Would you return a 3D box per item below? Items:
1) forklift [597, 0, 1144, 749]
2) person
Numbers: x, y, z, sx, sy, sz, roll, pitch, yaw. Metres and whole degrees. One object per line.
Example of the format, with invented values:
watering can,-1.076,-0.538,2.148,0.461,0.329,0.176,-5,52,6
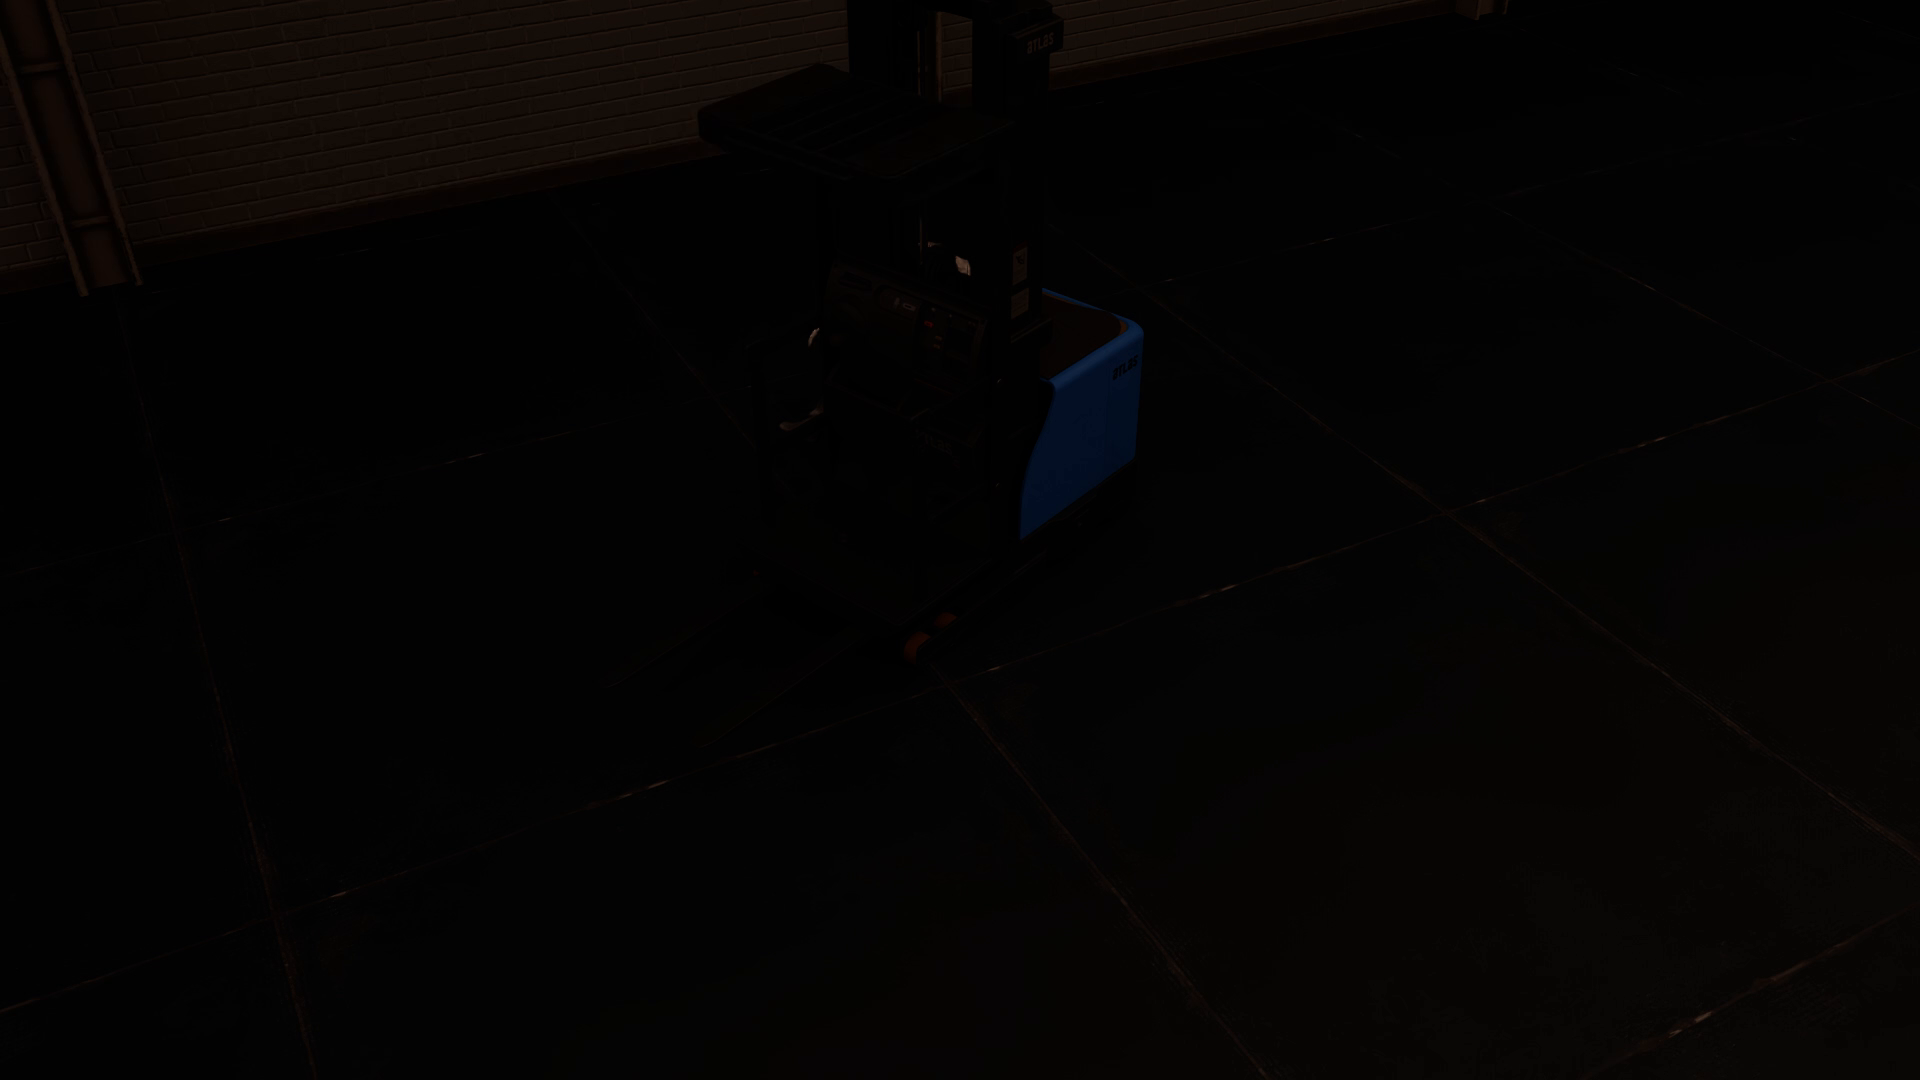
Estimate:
forklift,-0.390,-0.927,7.434,1.130,2.935,3.031,26,43,31
person,-0.320,-1.121,9.082,1.145,1.374,0.922,17,38,22
